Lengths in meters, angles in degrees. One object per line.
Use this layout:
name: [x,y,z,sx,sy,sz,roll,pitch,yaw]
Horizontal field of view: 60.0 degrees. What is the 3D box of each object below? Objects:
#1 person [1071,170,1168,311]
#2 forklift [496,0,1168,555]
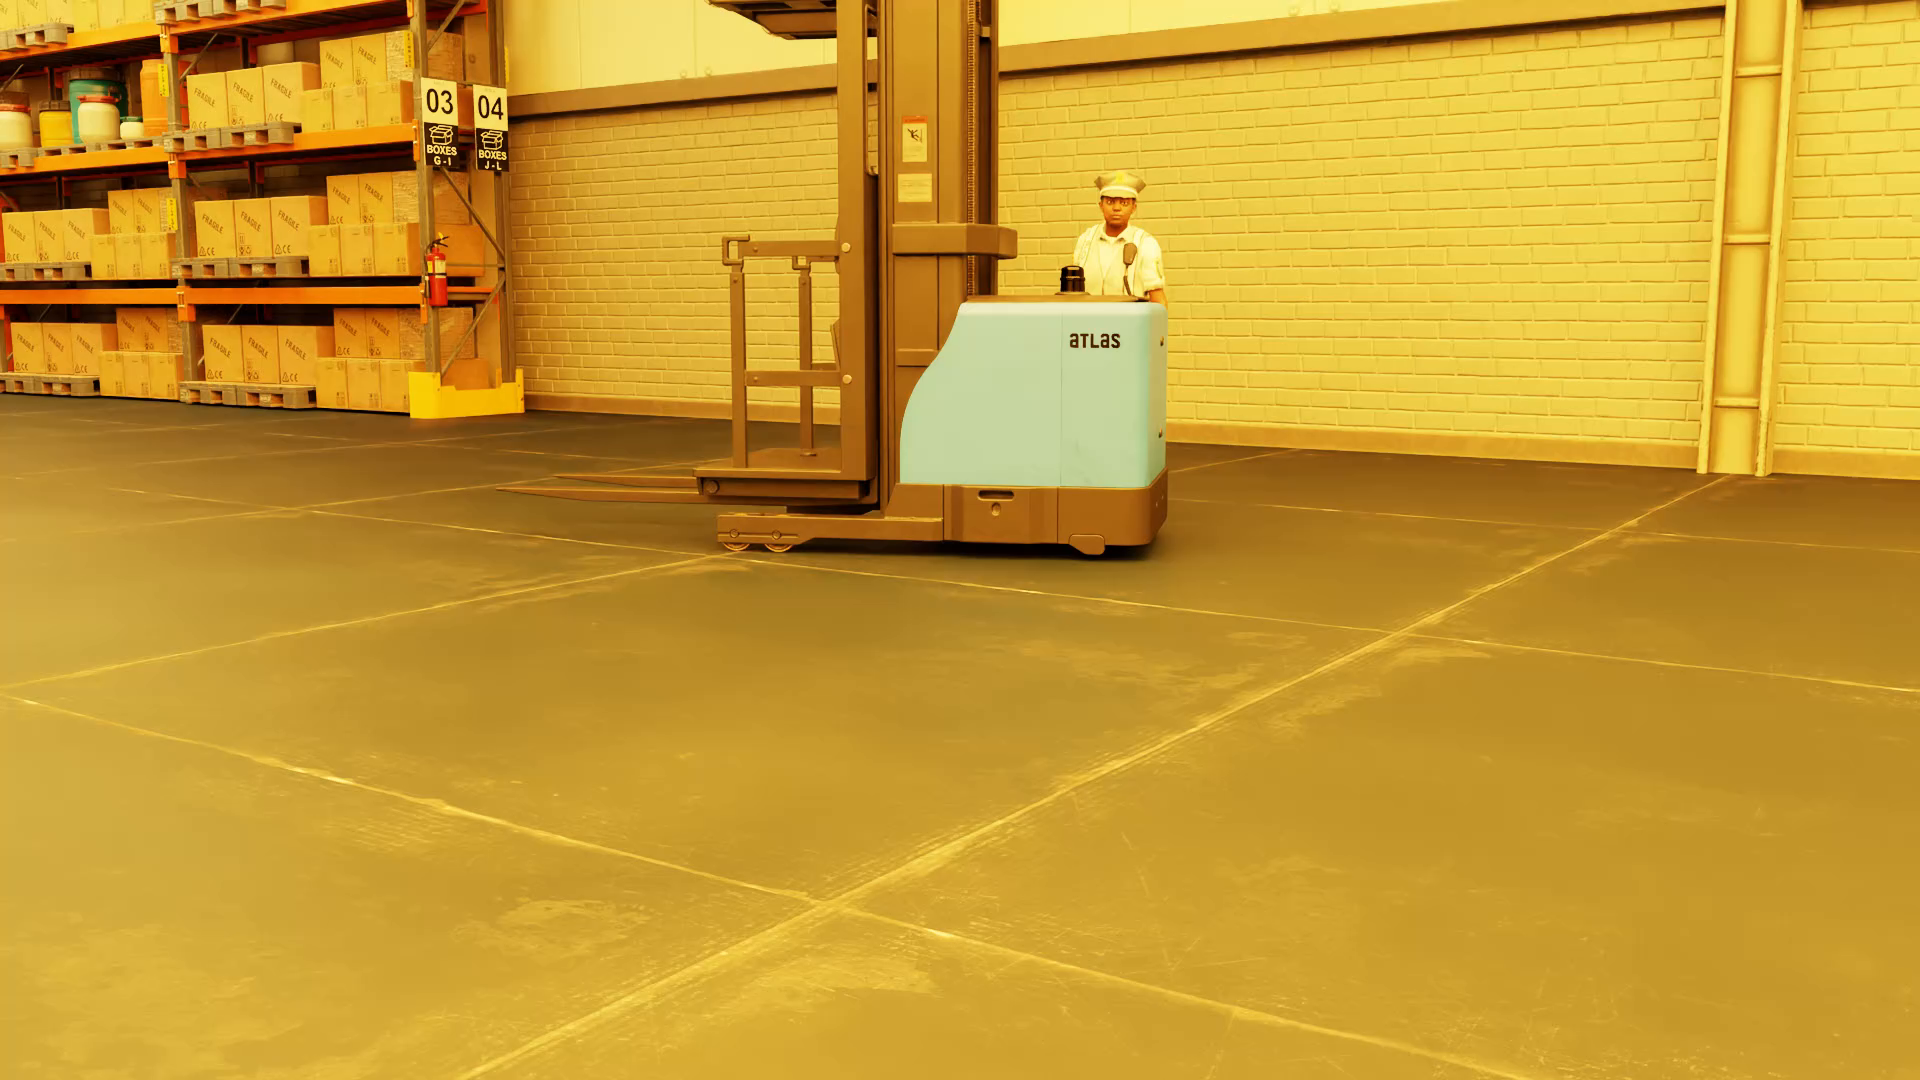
person: [0.678,-0.907,7.957,0.573,1.685,0.567,3,9,19]
forklift: [-0.596,-1.469,7.520,3.031,2.935,1.130,2,8,12]
